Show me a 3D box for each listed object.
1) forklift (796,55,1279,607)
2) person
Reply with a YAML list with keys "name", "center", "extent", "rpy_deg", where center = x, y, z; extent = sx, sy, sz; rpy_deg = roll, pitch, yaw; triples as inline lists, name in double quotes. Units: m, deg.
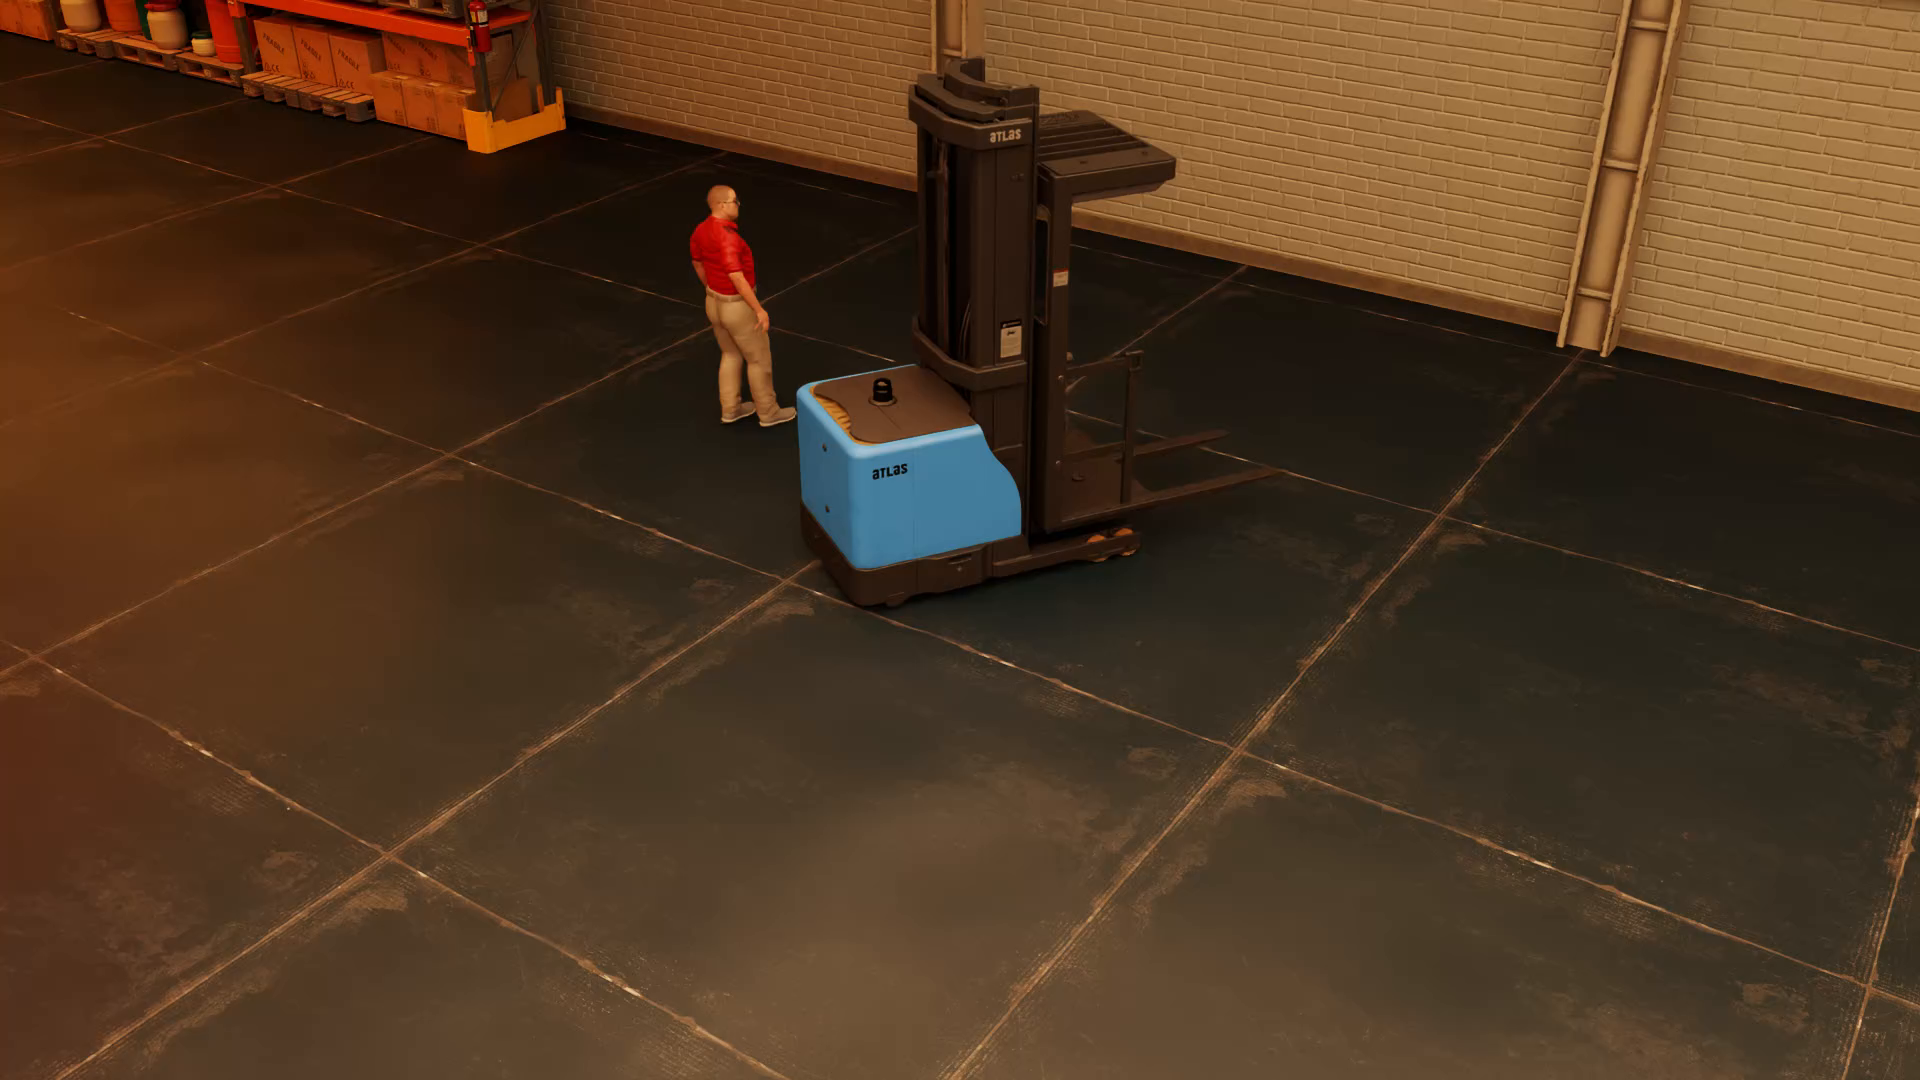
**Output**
- name: "forklift"
  center: [0.566, -1.358, 9.921]
  extent: [3.031, 2.935, 1.130]
  rpy_deg: [-13, 33, -21]
- name: "person"
  center: [-1.509, -1.638, 11.599]
  extent: [0.538, 1.729, 0.702]
  rpy_deg: [-25, 38, -36]
